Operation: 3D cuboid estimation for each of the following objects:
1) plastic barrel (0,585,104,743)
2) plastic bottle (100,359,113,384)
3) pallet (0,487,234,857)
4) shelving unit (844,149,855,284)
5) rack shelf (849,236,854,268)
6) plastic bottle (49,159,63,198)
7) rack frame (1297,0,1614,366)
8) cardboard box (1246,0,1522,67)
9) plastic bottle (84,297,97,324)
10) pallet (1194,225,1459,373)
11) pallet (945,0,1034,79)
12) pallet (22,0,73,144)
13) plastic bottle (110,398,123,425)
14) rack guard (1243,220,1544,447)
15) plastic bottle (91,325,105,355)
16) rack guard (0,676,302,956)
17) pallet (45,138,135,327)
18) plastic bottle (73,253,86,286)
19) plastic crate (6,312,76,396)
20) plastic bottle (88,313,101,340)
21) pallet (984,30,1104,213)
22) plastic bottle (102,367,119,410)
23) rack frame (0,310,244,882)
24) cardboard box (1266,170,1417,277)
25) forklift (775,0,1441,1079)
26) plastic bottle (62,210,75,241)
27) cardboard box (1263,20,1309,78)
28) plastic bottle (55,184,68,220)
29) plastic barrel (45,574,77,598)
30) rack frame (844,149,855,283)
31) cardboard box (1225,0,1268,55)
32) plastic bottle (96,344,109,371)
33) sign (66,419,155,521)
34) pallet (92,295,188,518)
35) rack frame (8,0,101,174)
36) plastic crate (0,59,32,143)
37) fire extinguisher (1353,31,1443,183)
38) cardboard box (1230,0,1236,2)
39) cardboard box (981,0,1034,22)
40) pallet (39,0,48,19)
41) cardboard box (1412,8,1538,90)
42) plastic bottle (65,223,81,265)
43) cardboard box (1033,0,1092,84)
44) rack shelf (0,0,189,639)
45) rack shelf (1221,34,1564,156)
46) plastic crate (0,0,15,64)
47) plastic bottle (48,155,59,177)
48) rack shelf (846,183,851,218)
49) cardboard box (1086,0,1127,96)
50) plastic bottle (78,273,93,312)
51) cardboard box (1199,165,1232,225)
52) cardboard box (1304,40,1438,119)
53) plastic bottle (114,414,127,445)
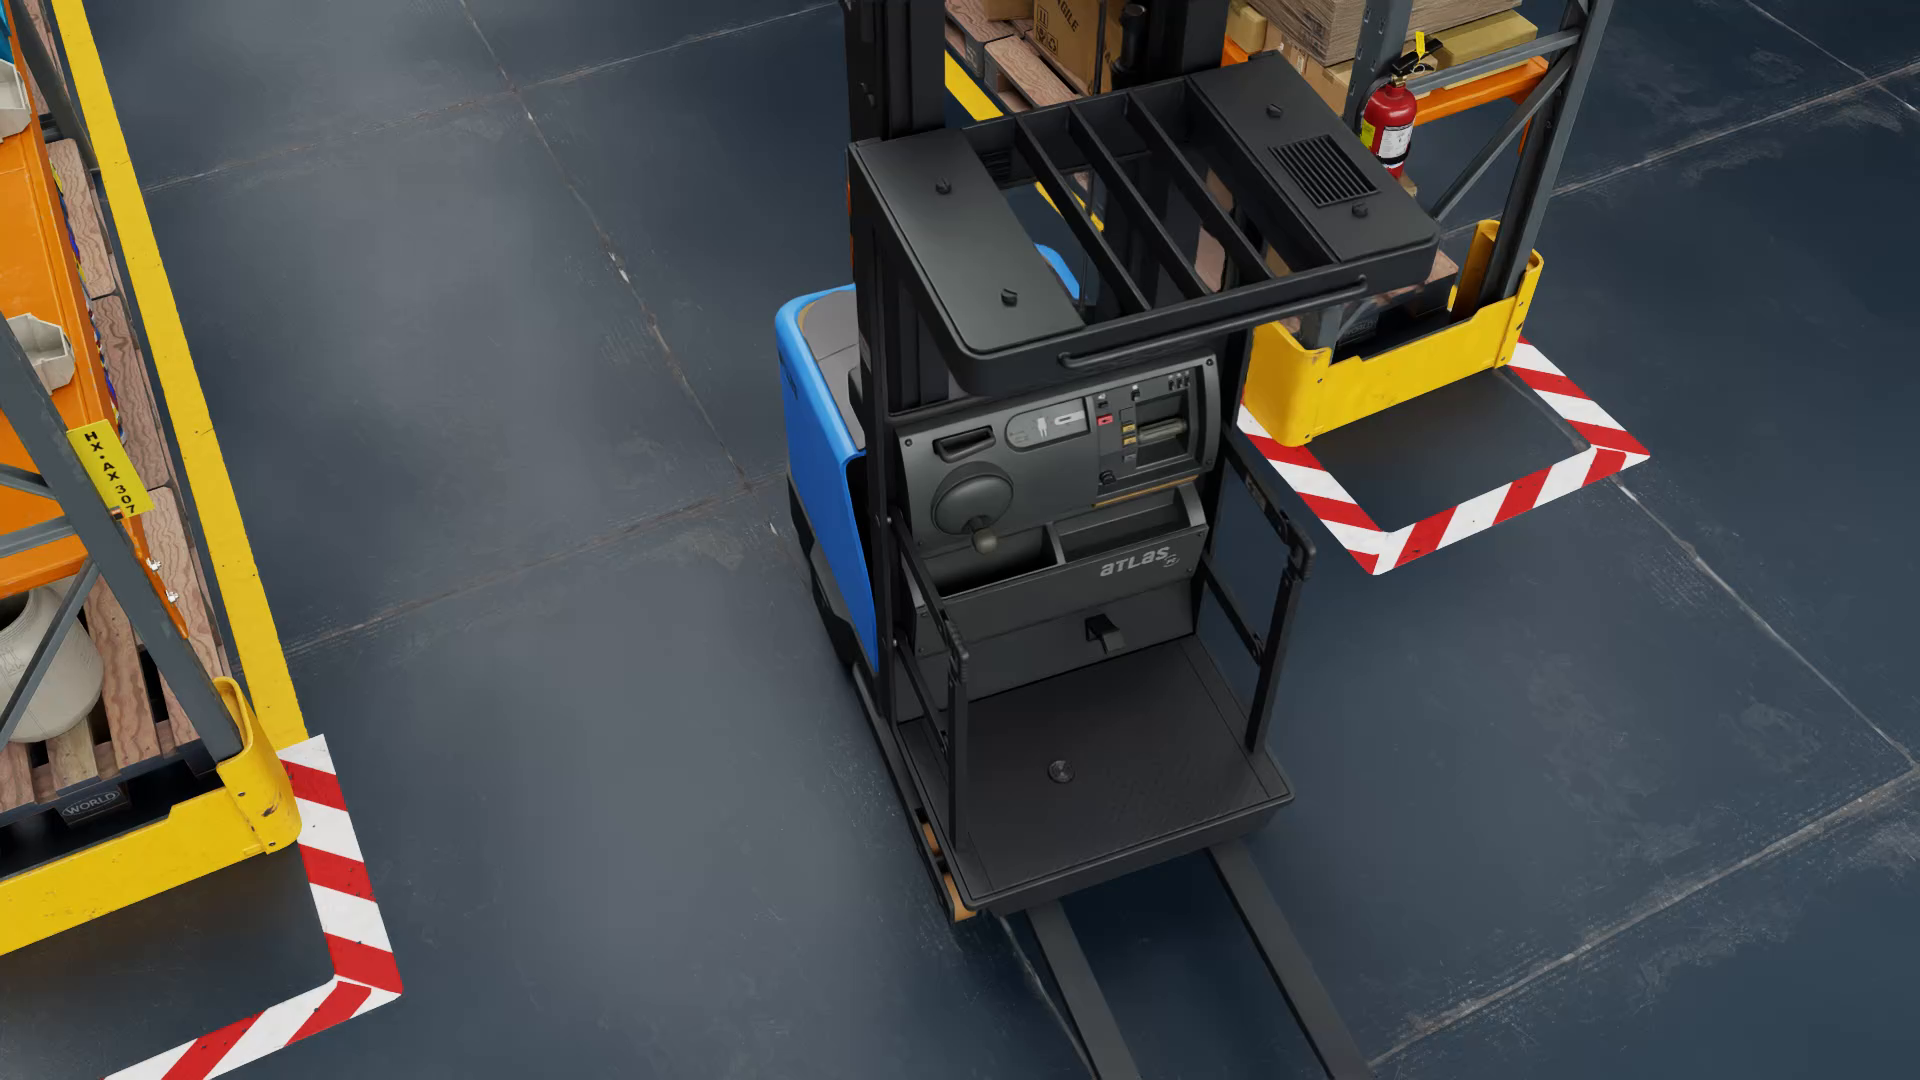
[{"bbox_3d":[-3.016,0.370,5.308,0.421,0.512,0.421,0,49,0],"label":"plastic barrel"},{"bbox_3d":[-3.356,-0.694,6.384,0.097,0.271,0.097,0,49,0],"label":"plastic bottle"},{"bbox_3d":[-3.091,0.441,5.724,1.003,0.211,1.213,-21,52,-18],"label":"pallet"},{"bbox_3d":[-0.207,-0.834,6.182,0.258,1.200,0.503,-16,51,-13],"label":"shelving unit"},{"bbox_3d":[-0.207,-0.937,6.065,0.258,0.148,0.480,-16,51,-13],"label":"rack shelf"},{"bbox_3d":[-3.964,-1.616,7.183,0.061,0.283,0.133,-19,51,-16],"label":"plastic bottle"},{"bbox_3d":[1.757,-1.603,5.659,1.000,3.000,0.127,-21,52,-18],"label":"rack frame"},{"bbox_3d":[1.530,-2.111,5.840,0.875,0.500,0.500,-21,52,-18],"label":"cardboard box"},{"bbox_3d":[-3.541,-0.941,6.647,0.097,0.201,0.097,0,49,0],"label":"plastic bottle"},{"bbox_3d":[1.382,-1.292,7.239,1.003,0.211,1.213,-21,52,-18],"label":"pallet"},{"bbox_3d":[0.265,-2.925,8.668,1.003,0.211,1.213,-21,52,-18],"label":"pallet"},{"bbox_3d":[-4.871,-2.168,8.006,1.003,0.211,1.213,-21,52,-18],"label":"pallet"},{"bbox_3d":[-3.247,-0.511,6.271,0.097,0.201,0.097,0,49,0],"label":"plastic bottle"},{"bbox_3d":[1.722,-0.831,6.644,1.175,0.500,0.348,-21,52,-18],"label":"rack guard"},{"bbox_3d":[-3.447,-0.804,6.527,0.097,0.201,0.097,0,49,0],"label":"plastic bottle"},{"bbox_3d":[-2.724,0.891,5.138,1.175,0.500,0.348,-21,52,-18],"label":"rack guard"},{"bbox_3d":[-4.207,-1.192,7.152,1.003,0.211,1.213,-21,52,-18],"label":"pallet"},{"bbox_3d":[-3.691,-1.170,6.748,0.144,0.351,0.185,-21,52,-18],"label":"plastic bottle"},{"bbox_3d":[-2.770,-0.520,4.887,0.298,0.136,0.250,-21,52,-18],"label":"plastic crate"},{"bbox_3d":[-3.495,-0.896,6.561,0.097,0.271,0.097,0,49,0],"label":"plastic bottle"},{"bbox_3d":[0.828,-2.107,7.953,1.003,0.211,1.213,-21,52,-18],"label":"pallet"},{"bbox_3d":[-3.287,-0.626,6.317,0.061,0.283,0.133,-20,52,-17],"label":"plastic bottle"},{"bbox_3d":[-2.647,0.103,4.167,1.000,3.000,0.127,-21,52,-18],"label":"rack frame"},{"bbox_3d":[1.486,-1.342,6.813,0.500,0.500,0.500,-13,50,-11],"label":"cardboard box"},{"bbox_3d":[0.361,-0.138,4.424,1.130,2.935,3.031,-16,51,-13],"label":"forklift"},{"bbox_3d":[-3.839,-1.387,6.937,0.144,0.351,0.185,-24,53,-19],"label":"plastic bottle"},{"bbox_3d":[1.329,-1.807,6.005,0.380,0.149,0.250,-21,52,-18],"label":"cardboard box"},{"bbox_3d":[-3.926,-1.515,7.050,0.144,0.351,0.185,-22,53,-18],"label":"plastic bottle"},{"bbox_3d":[-3.245,0.034,5.601,0.421,0.512,0.421,0,49,0],"label":"plastic barrel"},{"bbox_3d":[-0.292,-1.006,6.333,0.240,1.200,0.015,-16,51,-13],"label":"rack frame"},{"bbox_3d":[1.169,-1.957,6.136,0.380,0.149,0.250,-21,52,-18],"label":"cardboard box"},{"bbox_3d":[-3.402,-0.761,6.443,0.097,0.271,0.097,0,49,0],"label":"plastic bottle"},{"bbox_3d":[-2.156,-0.175,4.226,0.100,0.325,0.005,-21,52,-18],"label":"sign"},{"bbox_3d":[-3.645,-0.375,6.437,1.003,0.211,1.213,-21,52,-18],"label":"pallet"},{"bbox_3d":[-4.477,-2.574,6.509,1.000,3.000,0.127,-21,52,-18],"label":"rack frame"},{"bbox_3d":[-3.509,-1.488,5.734,0.530,0.136,0.437,-21,52,-18],"label":"plastic crate"},{"bbox_3d":[1.400,-1.342,5.482,0.296,0.674,0.183,-21,52,-18],"label":"fire extinguisher"},{"bbox_3d":[1.194,-2.405,6.096,0.875,0.500,0.500,-21,52,-18],"label":"cardboard box"},{"bbox_3d":[0.343,-2.933,8.204,0.500,0.500,0.500,-7,49,-6],"label":"cardboard box"},{"bbox_3d":[-5.433,-2.986,8.721,1.003,0.211,1.213,-21,52,-18],"label":"pallet"},{"bbox_3d":[1.839,-1.793,5.992,0.380,0.149,0.250,-21,52,-18],"label":"cardboard box"},{"bbox_3d":[-3.727,-1.270,6.880,0.061,0.283,0.133,-18,51,-15],"label":"plastic bottle"},{"bbox_3d":[0.697,-2.545,7.864,0.500,0.500,0.500,-26,54,-21],"label":"cardboard box"},{"bbox_3d":[-3.562,-0.999,5.609,1.077,0.370,4.000,-21,52,-18],"label":"rack shelf"},{"bbox_3d":[0.842,-2.705,7.101,1.077,0.370,4.000,-21,52,-18],"label":"rack shelf"},{"bbox_3d":[-3.729,-1.878,5.998,0.499,0.251,0.616,-21,52,-18],"label":"plastic crate"},{"bbox_3d":[-4.034,-1.662,7.278,0.097,0.201,0.097,0,49,0],"label":"plastic bottle"},{"bbox_3d":[-0.207,-1.093,5.887,0.258,0.148,0.480,-16,51,-13],"label":"rack shelf"},{"bbox_3d":[0.913,-2.156,7.524,0.500,0.500,0.500,-17,51,-14],"label":"cardboard box"},{"bbox_3d":[-3.620,-1.036,6.680,0.152,0.276,0.135,-20,52,-17],"label":"plastic bottle"},{"bbox_3d":[1.182,-1.730,7.152,0.500,0.500,0.500,-9,49,-8],"label":"cardboard box"},{"bbox_3d":[1.443,-1.640,5.858,0.380,0.149,0.250,-21,52,-18],"label":"cardboard box"},{"bbox_3d":[-3.199,-0.464,6.184,0.097,0.271,0.097,0,49,0],"label":"plastic bottle"}]
